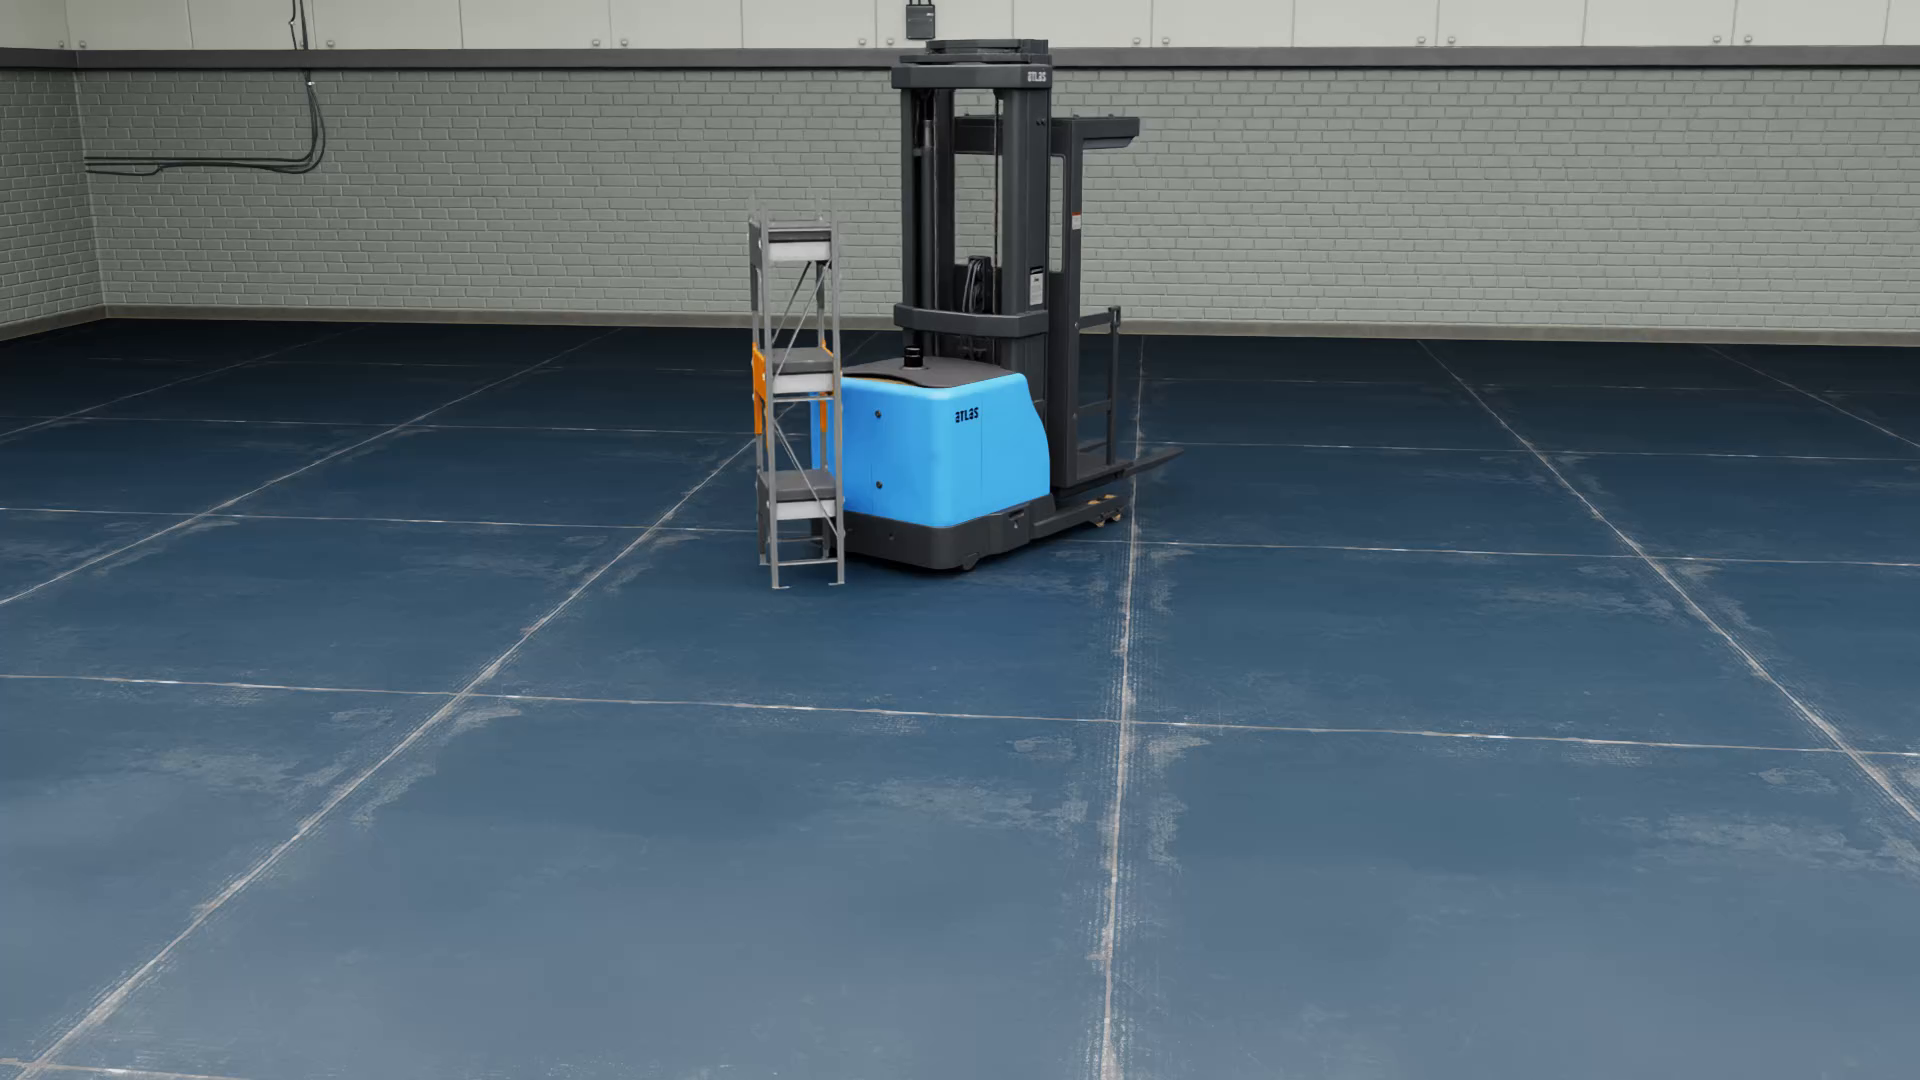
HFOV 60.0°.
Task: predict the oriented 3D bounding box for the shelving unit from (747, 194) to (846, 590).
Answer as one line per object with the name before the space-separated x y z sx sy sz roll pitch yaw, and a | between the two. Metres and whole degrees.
shelving unit | -0.898 -0.814 9.150 0.431 2.100 0.503 -4 16 -14

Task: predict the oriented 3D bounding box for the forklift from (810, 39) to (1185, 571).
forklift | 0.403 -1.568 10.346 1.130 2.935 3.031 11 19 35

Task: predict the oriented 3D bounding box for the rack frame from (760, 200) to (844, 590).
rack frame | -0.839 -0.752 8.922 0.400 2.100 0.015 -4 16 -14

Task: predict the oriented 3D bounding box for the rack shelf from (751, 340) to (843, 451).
rack shelf | -0.898 -0.801 9.154 0.431 0.518 0.480 -4 16 -14

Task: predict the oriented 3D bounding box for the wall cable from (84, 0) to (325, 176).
wall cable | -8.867 -5.476 19.124 3.097 2.526 0.112 2 15 6

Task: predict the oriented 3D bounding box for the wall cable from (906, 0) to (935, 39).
wall cable | 0.564 -8.333 17.226 2.305 6.003 0.169 2 15 6

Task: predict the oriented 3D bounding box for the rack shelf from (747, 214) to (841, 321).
rack shelf | -0.898 -1.477 8.971 0.431 0.518 0.480 -4 16 -14

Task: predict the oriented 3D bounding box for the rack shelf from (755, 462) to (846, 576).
rack shelf | -0.898 -0.125 9.336 0.431 0.518 0.480 -4 16 -14

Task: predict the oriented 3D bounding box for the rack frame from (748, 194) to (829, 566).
rack frame | -0.958 -0.876 9.379 0.400 2.100 0.015 -4 16 -14
